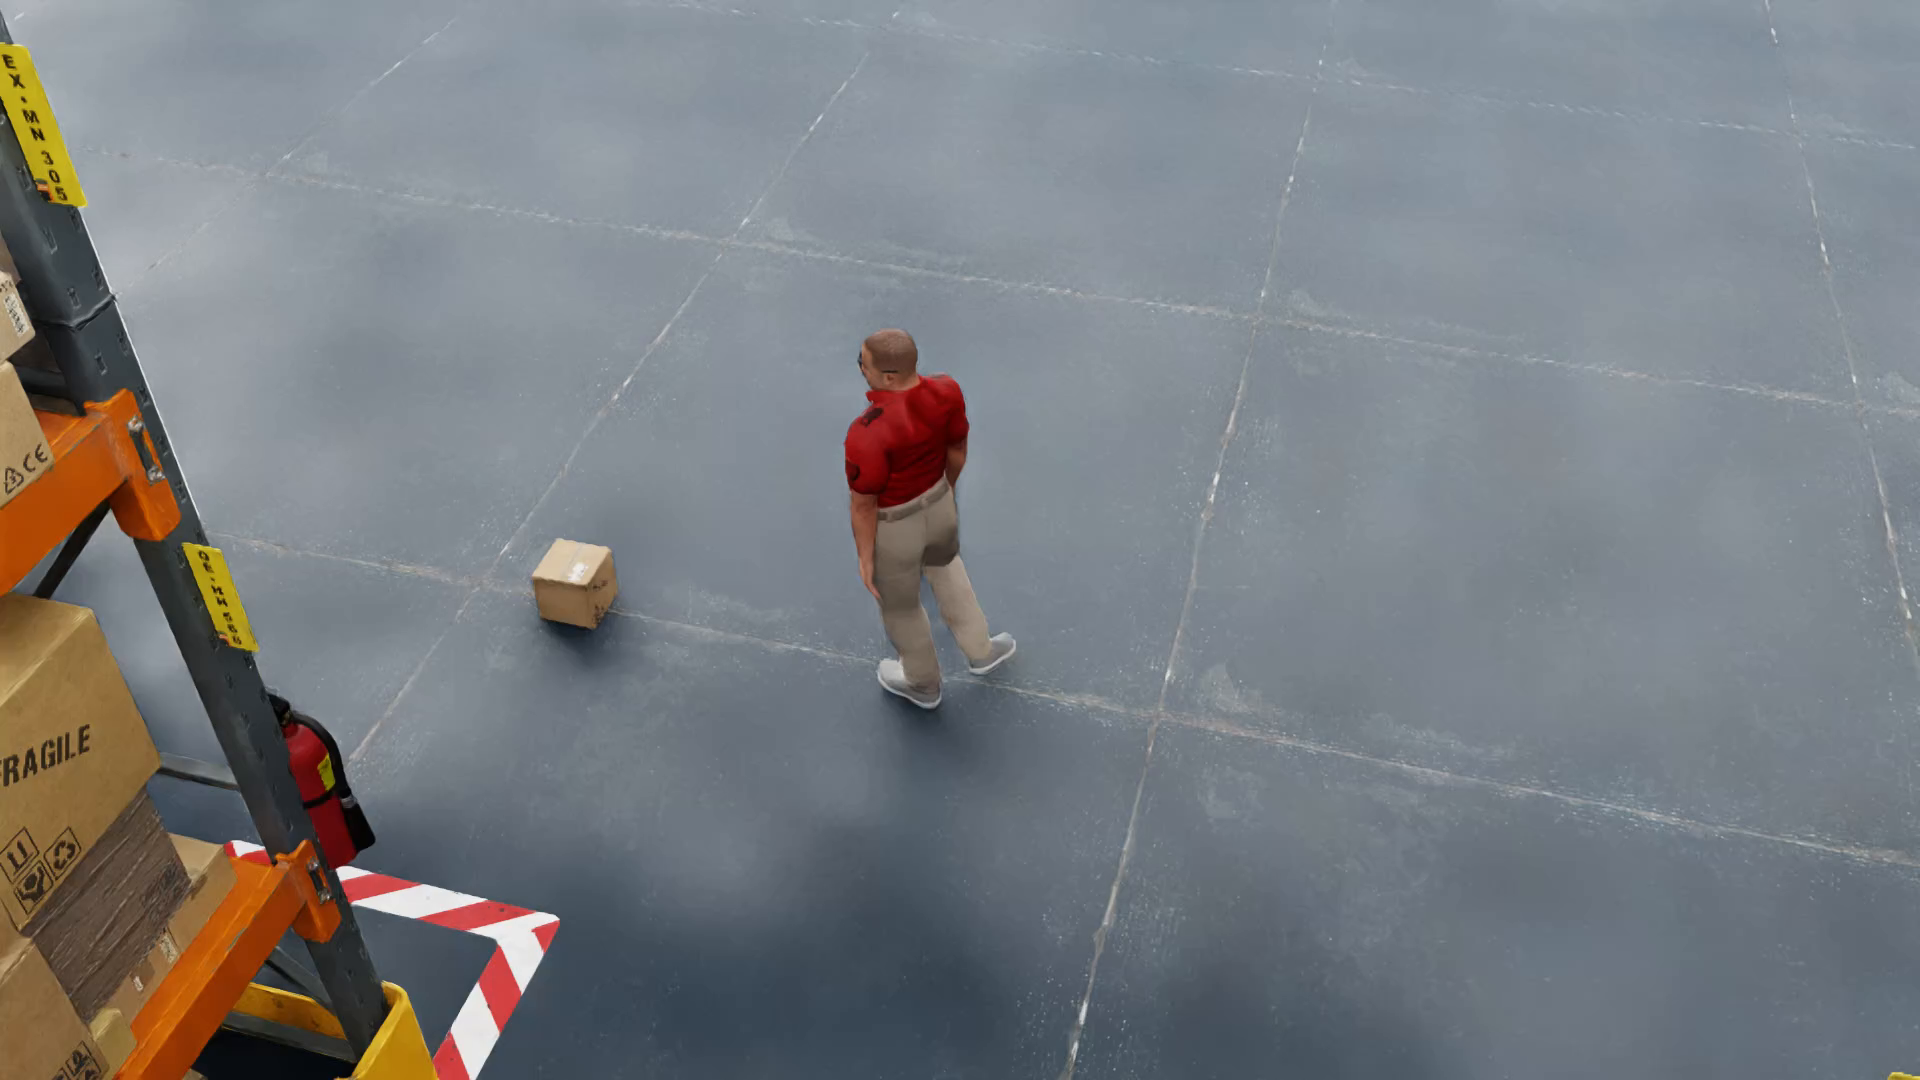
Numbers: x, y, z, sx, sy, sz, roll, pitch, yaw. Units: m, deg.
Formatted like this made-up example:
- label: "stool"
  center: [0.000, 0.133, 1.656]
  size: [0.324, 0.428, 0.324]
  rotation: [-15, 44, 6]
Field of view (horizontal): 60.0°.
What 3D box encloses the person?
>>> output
- label: "person"
  center: [-0.126, -0.082, 6.241]
  size: [0.722, 1.719, 0.491]
  rotation: [-31, 49, -31]
